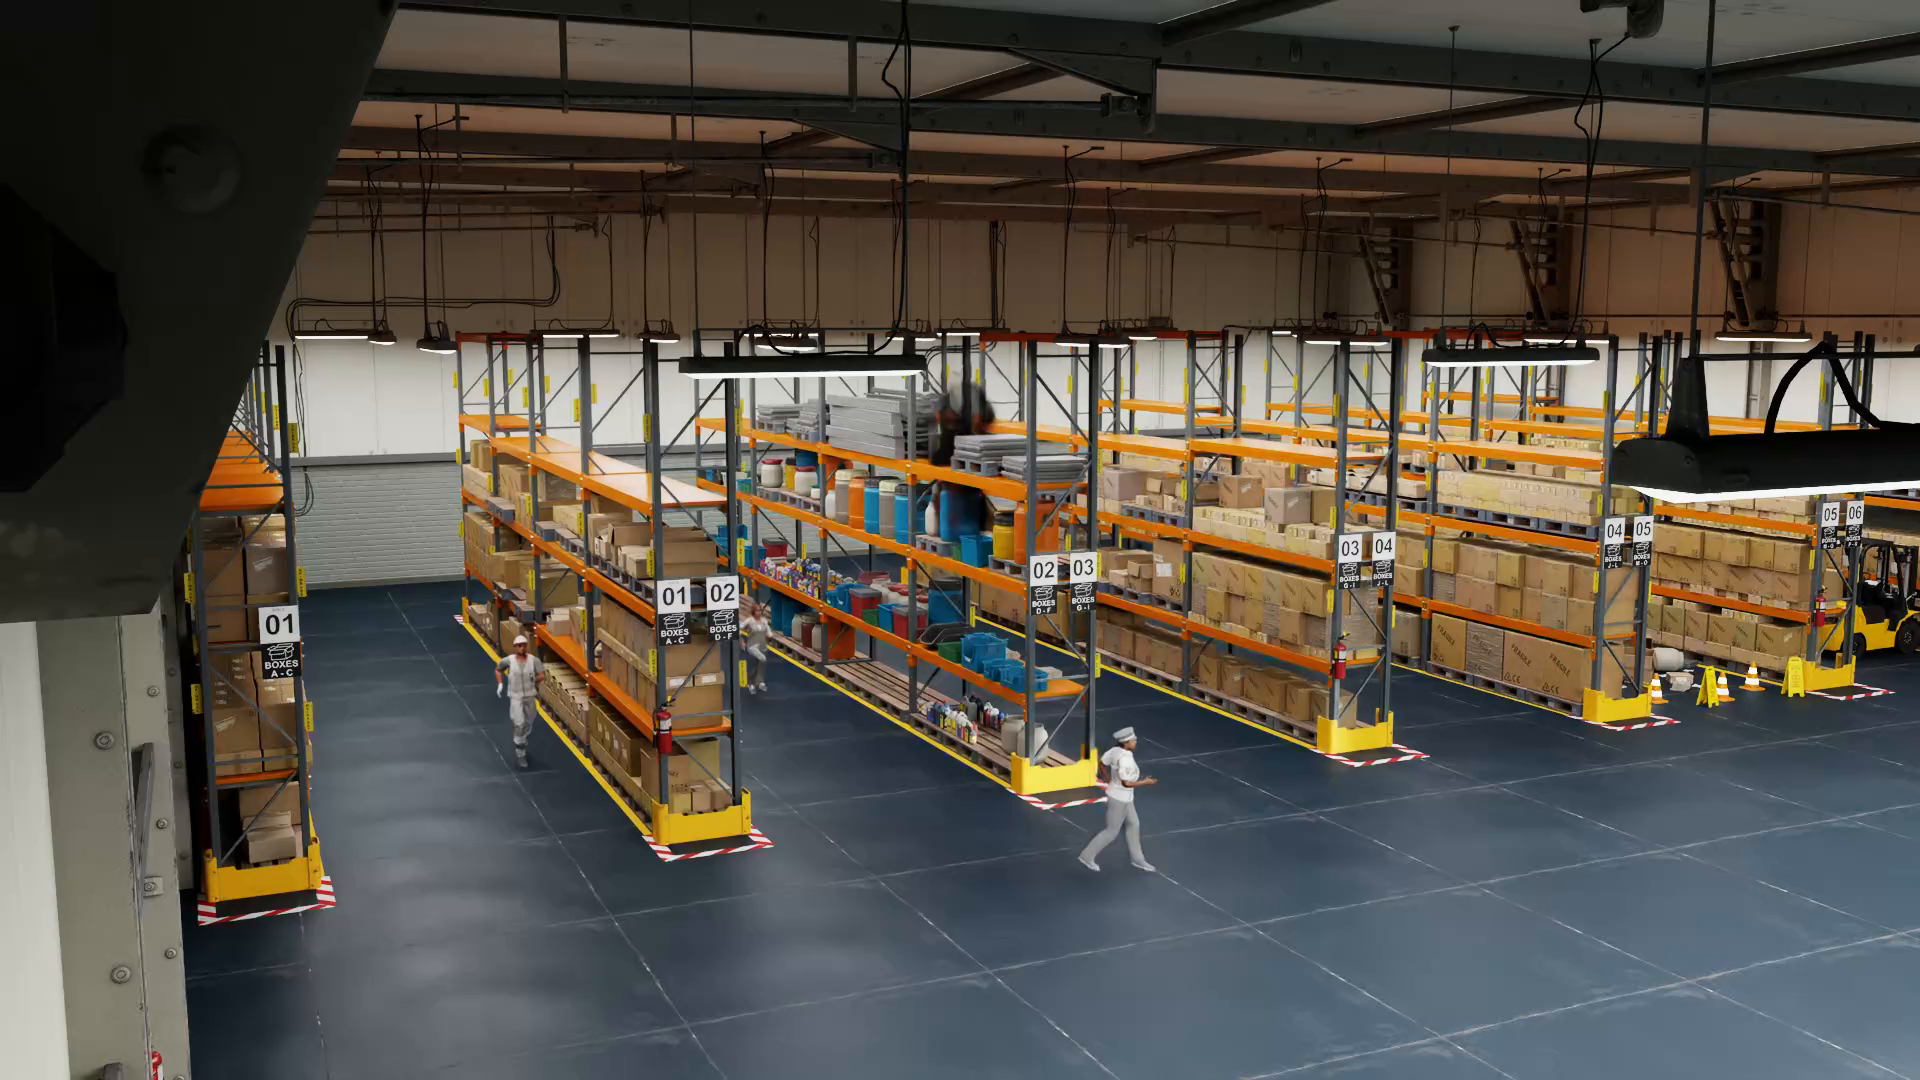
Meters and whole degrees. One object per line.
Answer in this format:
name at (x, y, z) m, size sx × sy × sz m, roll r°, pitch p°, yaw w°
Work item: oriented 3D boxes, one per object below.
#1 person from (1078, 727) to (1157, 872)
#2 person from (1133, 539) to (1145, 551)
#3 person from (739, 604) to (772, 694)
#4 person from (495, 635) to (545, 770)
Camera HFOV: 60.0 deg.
person at (1.785, 2.957, 18.860) m, size 0.898 × 1.709 × 0.539 m, roll 0°, pitch 8°, yaw -1°
person at (4.480, -0.148, 41.731) m, size 0.538 × 1.715 × 0.781 m, roll 5°, pitch 9°, yaw 34°
person at (-3.351, 1.810, 27.354) m, size 0.524 × 1.558 × 0.859 m, roll -6°, pitch 9°, yaw -36°
person at (-6.222, 2.261, 23.604) m, size 0.650 × 1.839 × 0.826 m, roll -4°, pitch 9°, yaw -28°
